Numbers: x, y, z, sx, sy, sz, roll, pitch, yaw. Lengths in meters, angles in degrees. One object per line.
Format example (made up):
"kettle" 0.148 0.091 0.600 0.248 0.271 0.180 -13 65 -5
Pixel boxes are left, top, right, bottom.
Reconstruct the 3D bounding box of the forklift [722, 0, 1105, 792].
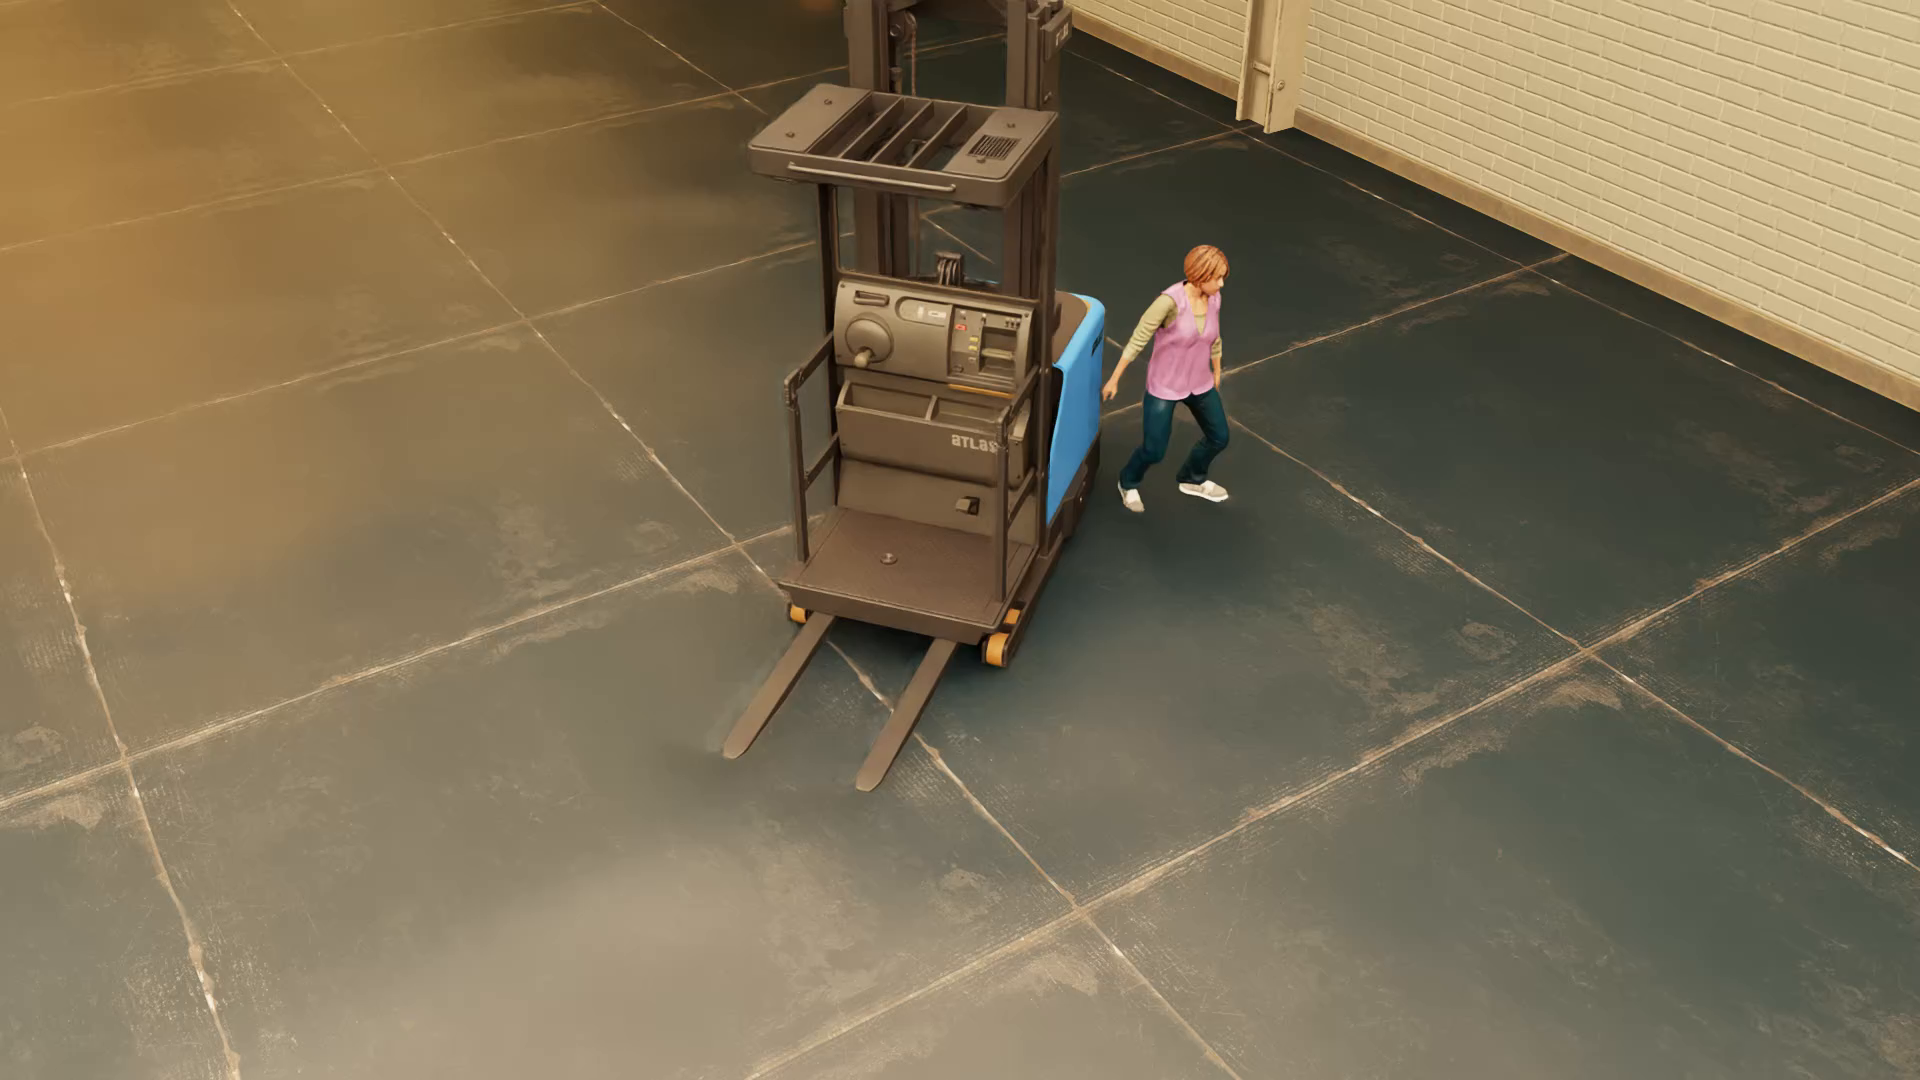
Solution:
"forklift" -0.196 -0.867 7.381 1.130 2.935 3.031 11 37 15

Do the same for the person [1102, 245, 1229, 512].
"person" 1.073 -0.812 8.558 0.735 1.561 0.429 -14 38 -19
